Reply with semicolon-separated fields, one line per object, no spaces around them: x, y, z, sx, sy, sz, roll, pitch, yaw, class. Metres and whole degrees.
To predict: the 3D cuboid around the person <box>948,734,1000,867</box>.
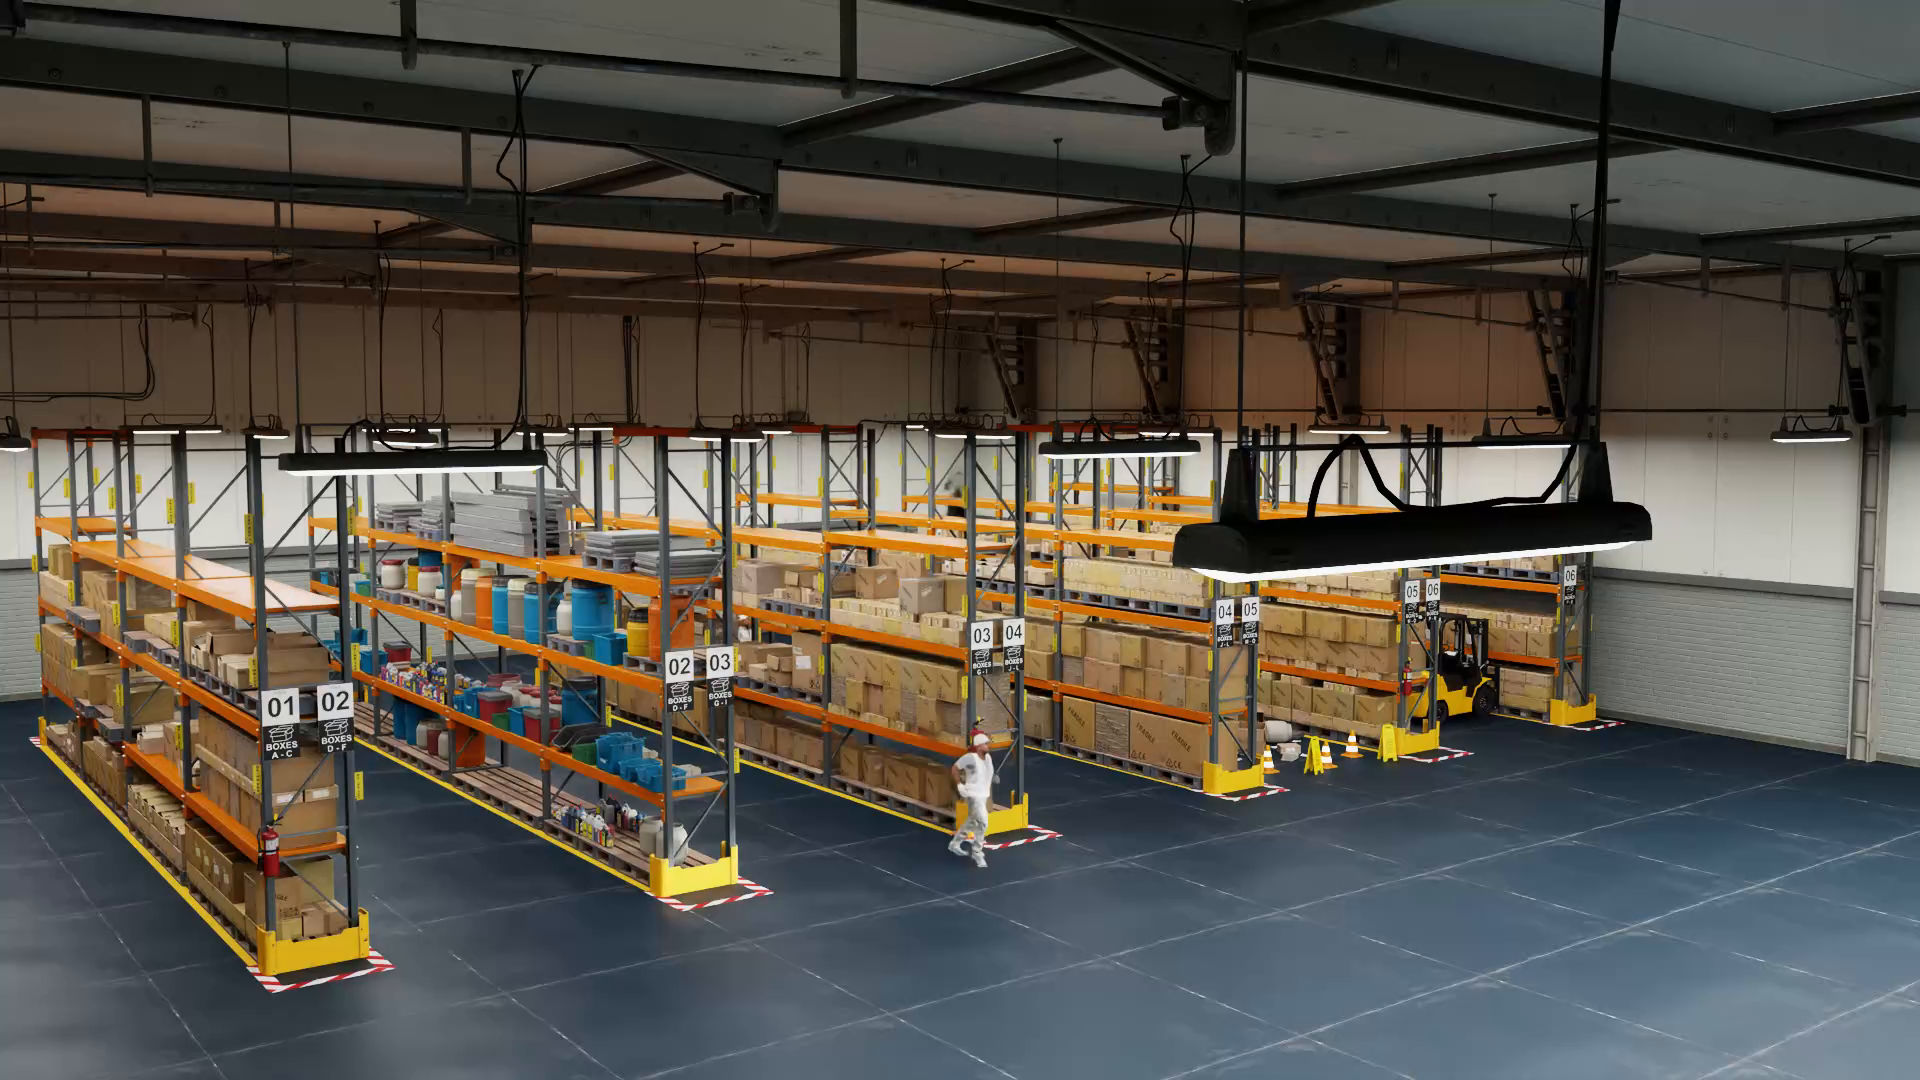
0.206;3.635;23.394;0.763;1.831;0.691;3;5;29;person

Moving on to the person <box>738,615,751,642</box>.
-4.780;2.506;37.490;0.672;1.721;0.792;-3;5;-33;person

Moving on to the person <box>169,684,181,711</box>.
-15.258;2.962;32.529;0.707;1.775;0.665;3;5;30;person
